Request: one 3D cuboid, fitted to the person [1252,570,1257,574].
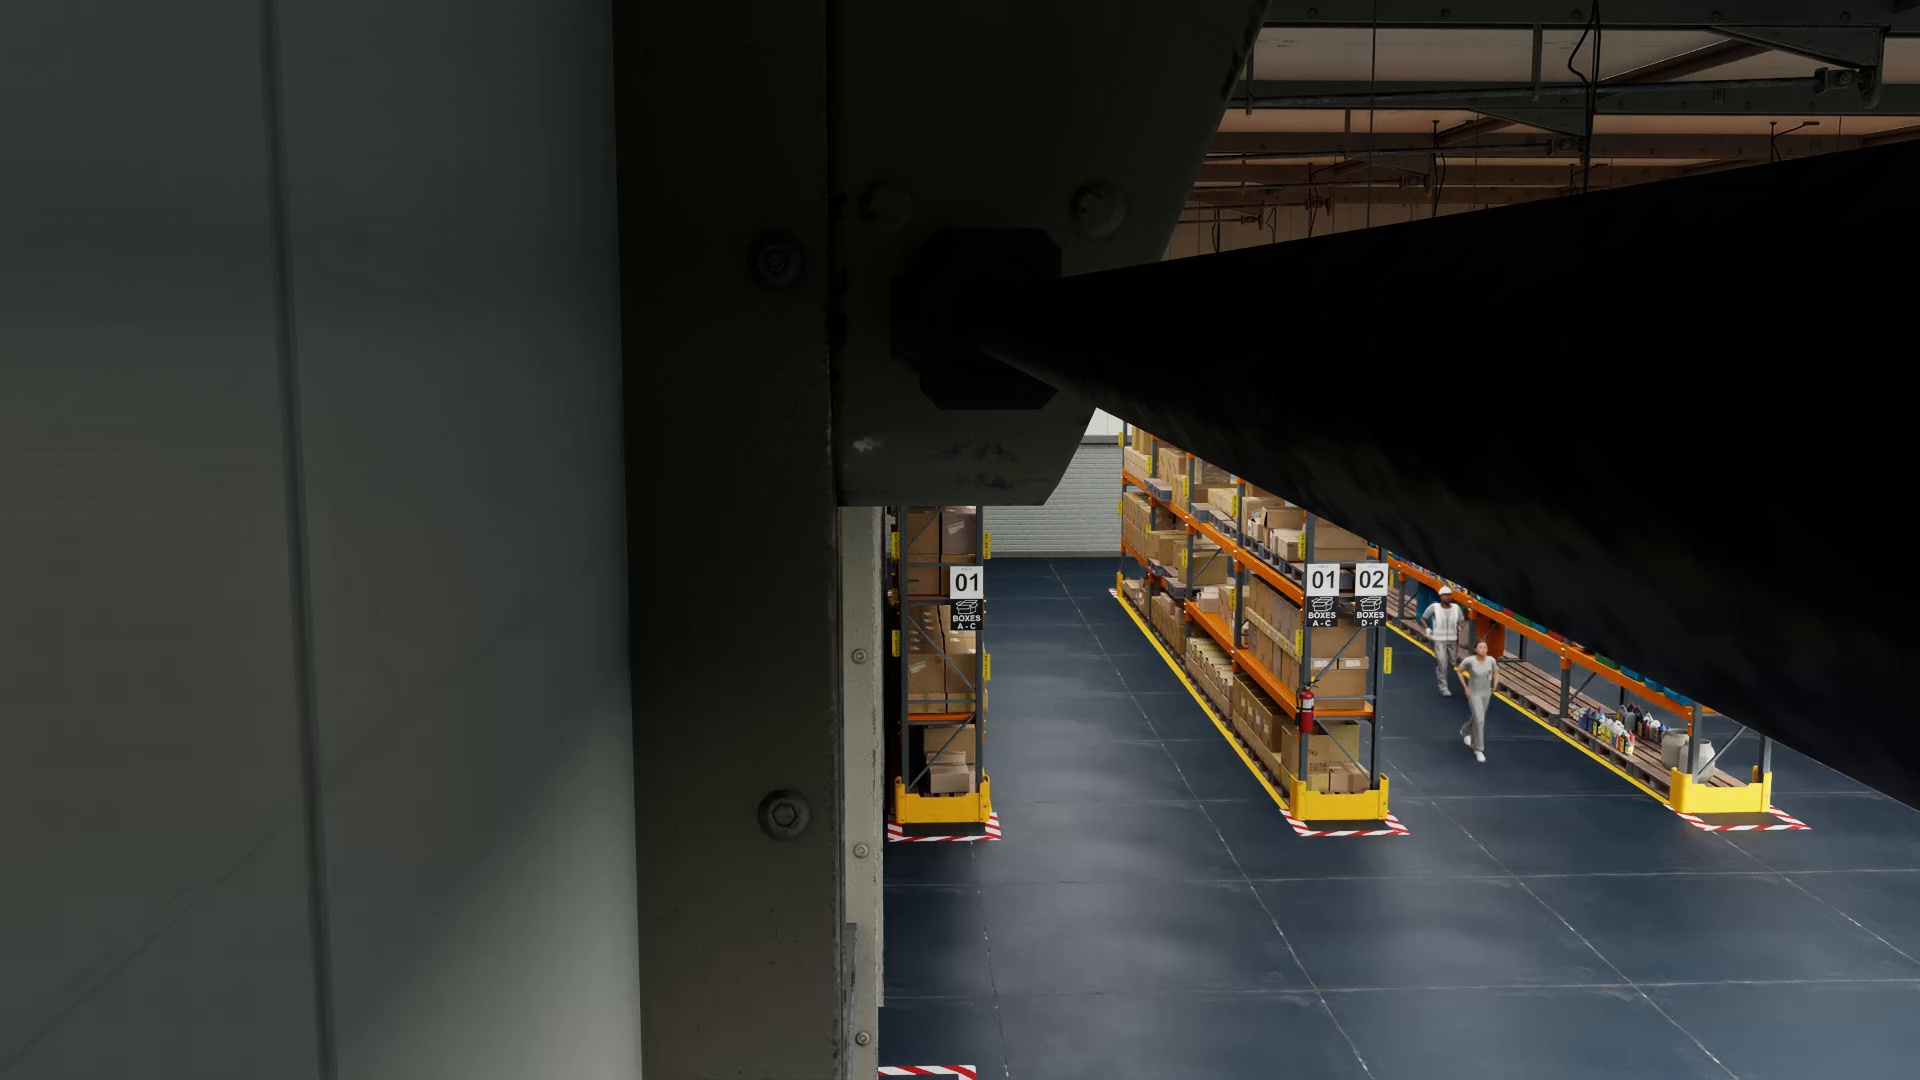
[{"bbox_3d":[6.151,0.798,33.392,0.635,1.854,0.824,-1,8,-8],"label":"person"}]

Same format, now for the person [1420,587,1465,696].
[{"bbox_3d":[7.932,1.639,27.269,0.698,1.757,0.886,0,8,-3],"label":"person"}]

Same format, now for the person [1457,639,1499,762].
[{"bbox_3d":[7.317,2.209,23.514,0.566,1.684,0.853,-1,8,-9],"label":"person"}]
